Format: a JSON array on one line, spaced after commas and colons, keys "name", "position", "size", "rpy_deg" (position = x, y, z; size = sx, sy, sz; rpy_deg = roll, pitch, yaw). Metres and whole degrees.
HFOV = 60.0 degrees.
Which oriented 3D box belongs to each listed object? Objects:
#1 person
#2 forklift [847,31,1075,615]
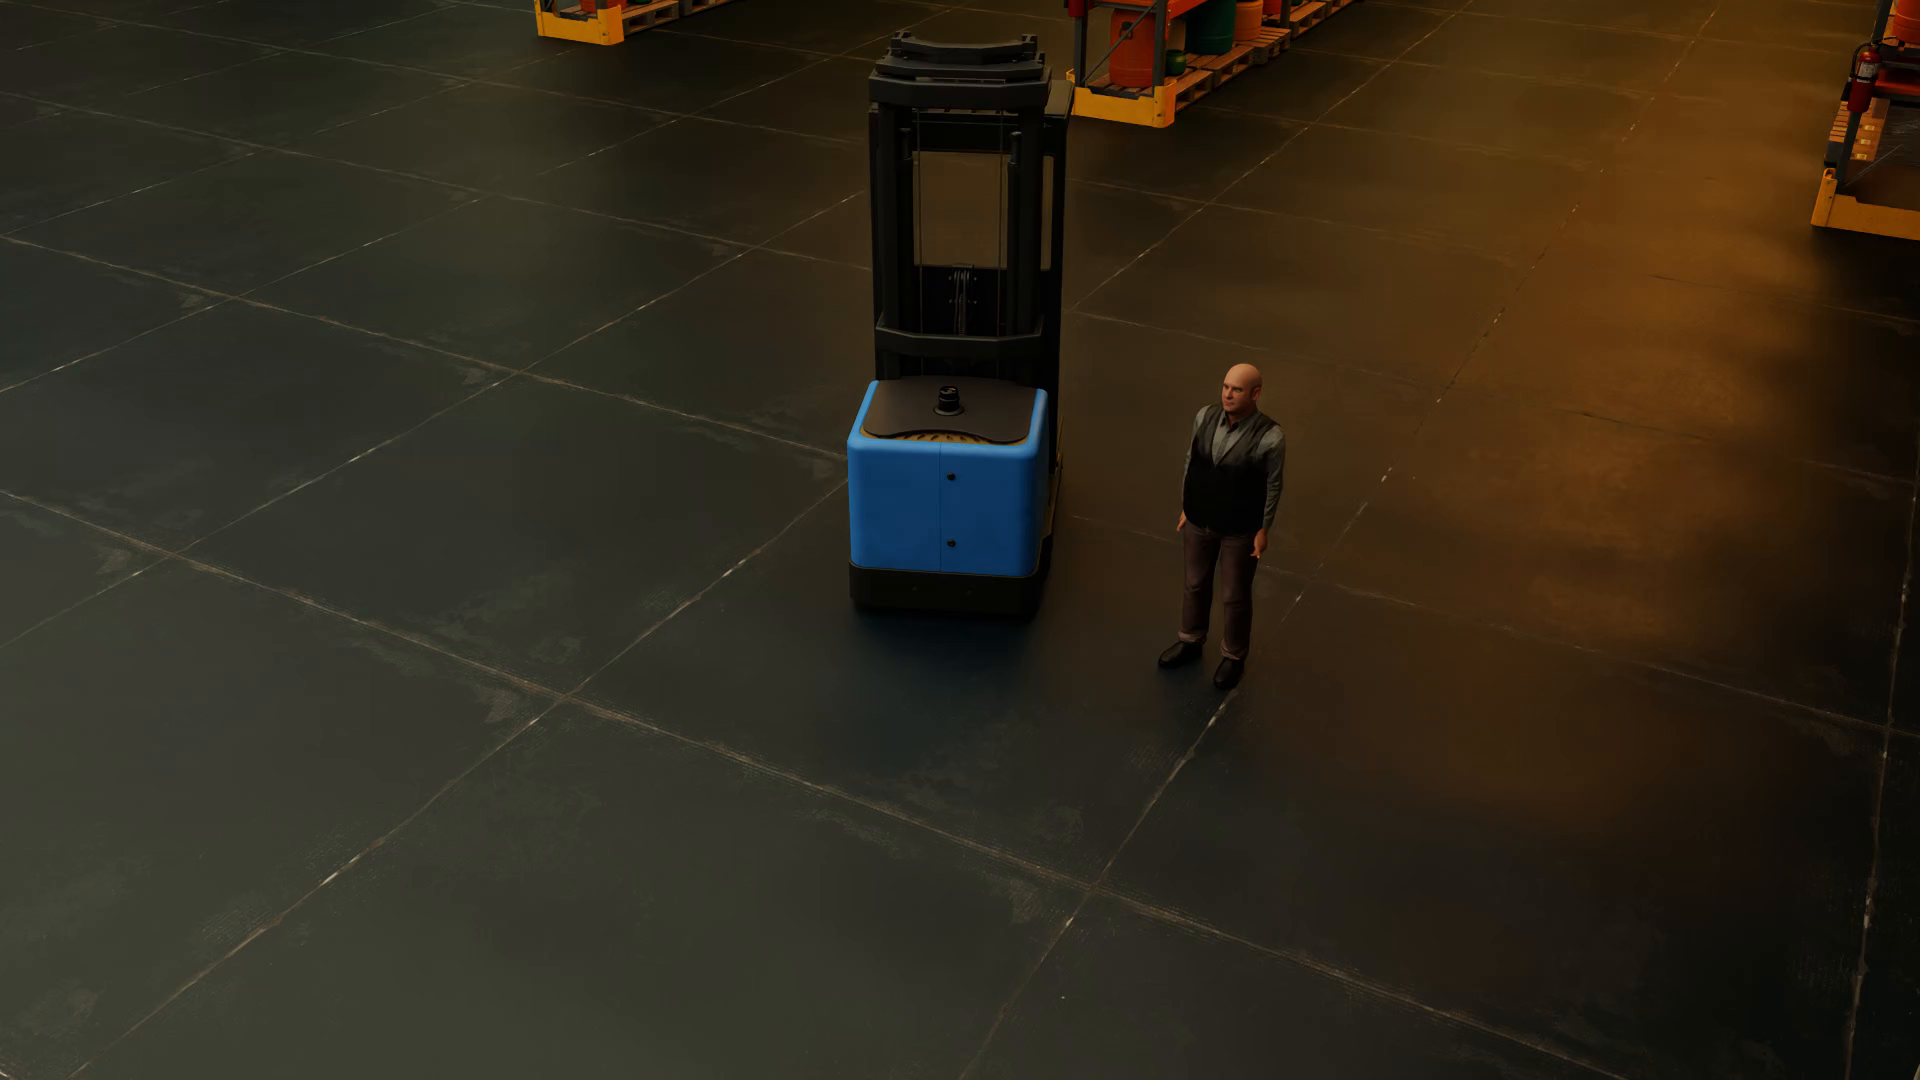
[{"name": "person", "position": [1.336, -0.079, 8.421], "size": [0.524, 1.723, 0.370], "rpy_deg": [20, 36, 31]}, {"name": "forklift", "position": [0.072, -1.572, 9.794], "size": [1.130, 2.935, 3.031], "rpy_deg": [3, 30, 6]}]
